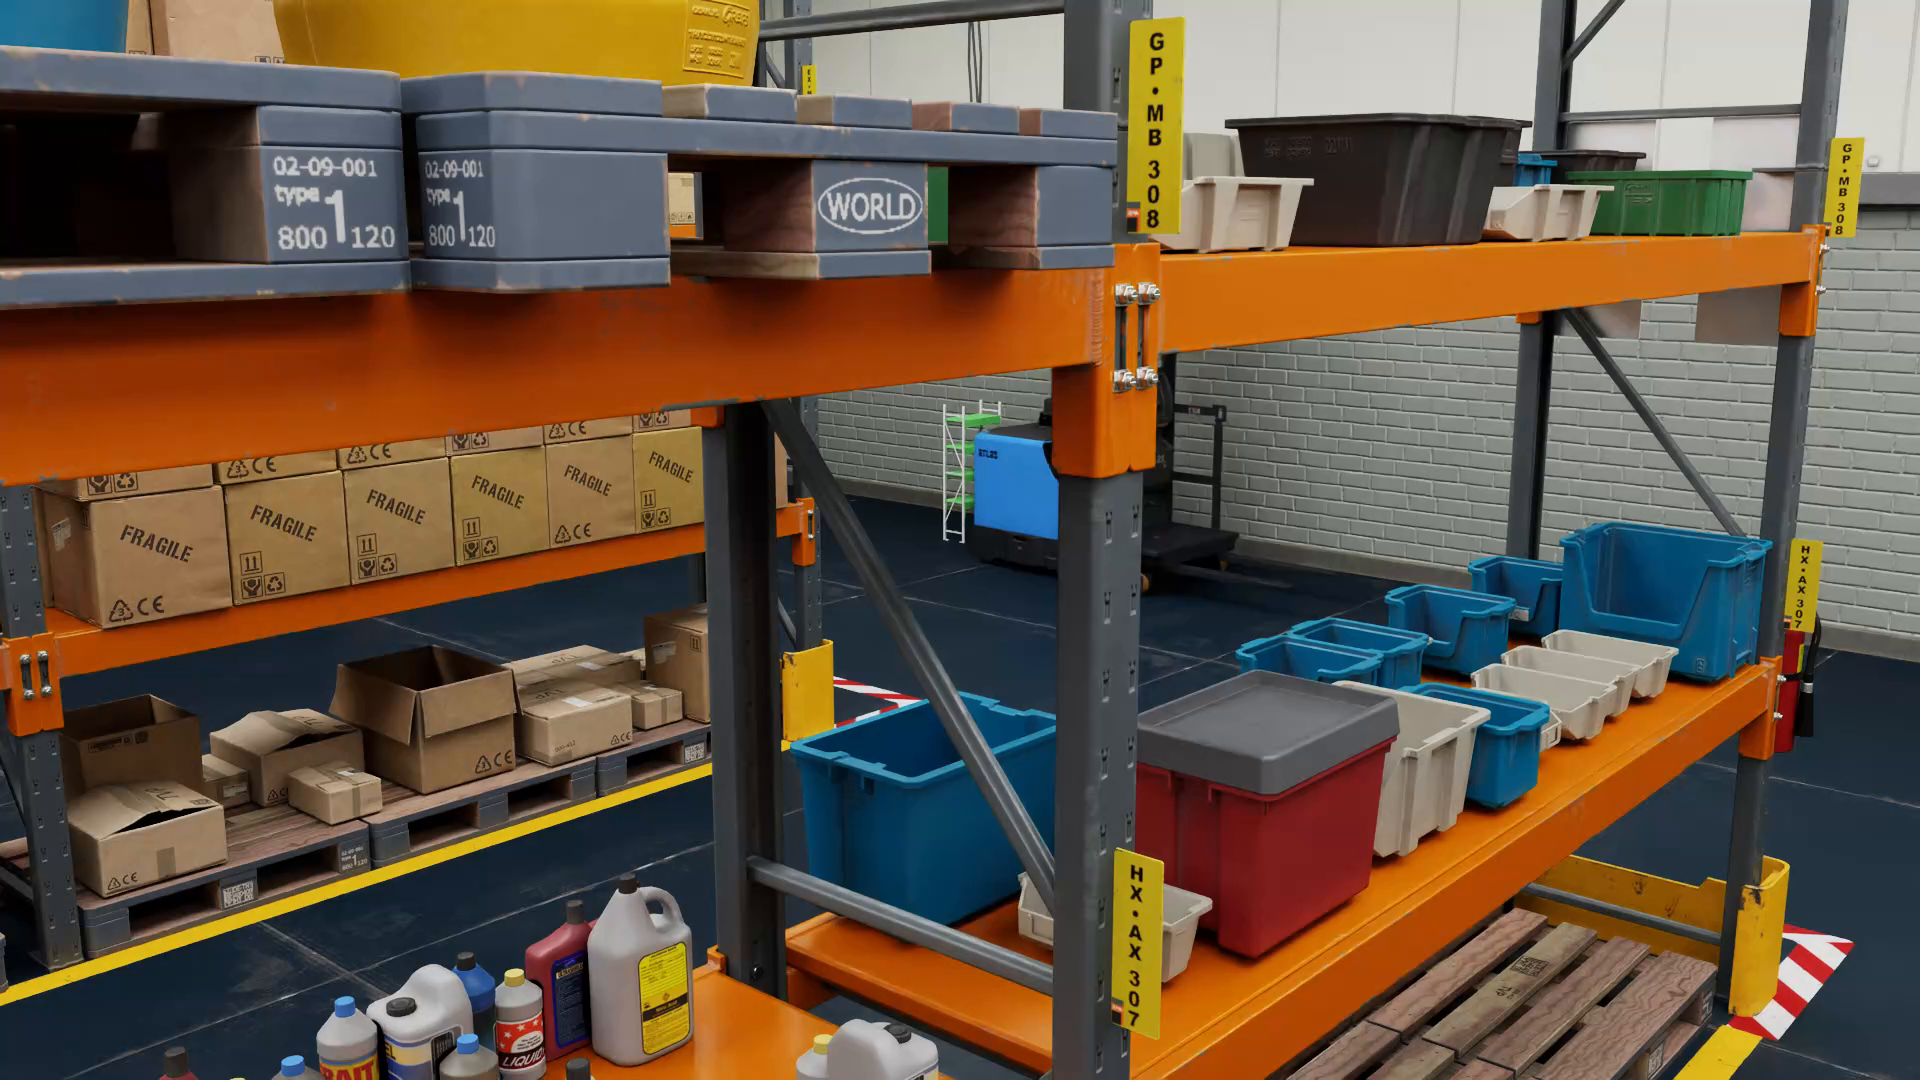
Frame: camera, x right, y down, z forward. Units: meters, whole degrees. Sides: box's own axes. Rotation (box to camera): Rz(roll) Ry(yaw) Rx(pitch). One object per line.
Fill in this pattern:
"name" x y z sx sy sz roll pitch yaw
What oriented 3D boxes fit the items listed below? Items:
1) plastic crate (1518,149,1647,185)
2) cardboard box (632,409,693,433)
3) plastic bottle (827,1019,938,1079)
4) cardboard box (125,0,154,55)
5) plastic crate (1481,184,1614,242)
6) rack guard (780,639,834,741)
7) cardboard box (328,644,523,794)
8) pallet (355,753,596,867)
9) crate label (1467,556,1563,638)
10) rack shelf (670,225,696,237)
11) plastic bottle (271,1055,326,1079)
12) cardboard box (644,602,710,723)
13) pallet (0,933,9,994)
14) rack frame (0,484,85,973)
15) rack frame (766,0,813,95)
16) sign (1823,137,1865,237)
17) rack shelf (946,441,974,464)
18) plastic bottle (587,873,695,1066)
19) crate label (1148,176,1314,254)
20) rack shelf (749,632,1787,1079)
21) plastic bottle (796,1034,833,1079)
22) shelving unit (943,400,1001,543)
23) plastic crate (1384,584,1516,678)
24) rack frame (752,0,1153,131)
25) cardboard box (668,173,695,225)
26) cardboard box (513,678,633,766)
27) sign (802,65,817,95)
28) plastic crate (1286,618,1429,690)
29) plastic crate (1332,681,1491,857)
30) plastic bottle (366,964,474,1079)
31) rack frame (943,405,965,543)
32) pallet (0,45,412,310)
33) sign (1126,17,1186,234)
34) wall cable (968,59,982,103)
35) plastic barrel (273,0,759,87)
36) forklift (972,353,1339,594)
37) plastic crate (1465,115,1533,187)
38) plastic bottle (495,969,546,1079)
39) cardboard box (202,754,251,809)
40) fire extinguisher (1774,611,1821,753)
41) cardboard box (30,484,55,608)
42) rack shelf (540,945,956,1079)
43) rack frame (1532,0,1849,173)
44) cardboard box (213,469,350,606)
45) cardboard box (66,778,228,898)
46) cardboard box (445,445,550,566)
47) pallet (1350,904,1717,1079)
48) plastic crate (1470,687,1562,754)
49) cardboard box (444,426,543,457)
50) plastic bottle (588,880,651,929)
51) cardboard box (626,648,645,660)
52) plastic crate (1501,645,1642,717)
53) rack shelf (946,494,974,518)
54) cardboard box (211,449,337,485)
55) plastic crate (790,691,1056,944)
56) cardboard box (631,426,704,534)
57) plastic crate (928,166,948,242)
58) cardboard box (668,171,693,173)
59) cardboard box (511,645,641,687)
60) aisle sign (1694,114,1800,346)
"plastic crate" 2.070 -1.215 5.810 0.497 0.269 0.590 10 15 40
"cardboard box" -1.605 -0.833 8.417 0.500 0.500 0.500 10 15 42
"plastic bottle" -0.124 0.921 2.761 0.152 0.276 0.135 10 15 40
"cardboard box" -3.533 -1.968 6.439 0.700 0.500 0.500 10 15 40
"plastic crate" 1.356 -0.834 4.244 0.437 0.136 0.530 10 15 40
"rack guard" -1.235 0.767 9.593 1.175 0.500 0.348 10 15 40
"cardboard box" -2.589 0.850 8.046 0.797 0.503 0.637 10 15 40
"pallet" -2.566 1.205 8.138 1.003 0.211 1.213 10 15 40
"crate label" 2.123 0.218 6.236 0.416 0.233 0.303 10 15 40
"rack shelf" -2.505 -1.293 7.707 1.077 0.370 4.000 10 15 40
"plastic bottle" -1.102 0.958 2.764 0.097 0.201 0.097 0 11 0
"cardboard box" -1.359 0.652 9.045 0.500 0.500 0.500 10 15 40
"pallet" -4.334 1.611 6.107 1.003 0.211 1.213 10 15 40
"rack frame" -3.825 0.119 6.457 1.000 3.000 0.127 10 15 40
"rack frame" -1.185 -3.411 8.816 1.000 3.000 0.127 10 15 40
"sign" 2.957 -1.179 5.567 0.100 0.325 0.005 10 15 40
"rack shelf" 0.109 -0.785 14.681 0.258 0.148 0.480 10 15 40
"plastic bottle" -0.610 0.800 3.174 0.144 0.351 0.185 10 15 40
"crate label" 0.433 -0.616 3.153 0.293 0.136 0.466 10 15 40
"rack shelf" 1.213 0.818 4.792 1.077 0.370 4.000 10 15 40
"plastic bottle" -0.230 0.944 2.835 0.097 0.201 0.097 0 11 0
"shelving unit" 0.109 -0.613 14.716 0.258 1.200 0.503 10 15 40
"plastic crate" 1.689 0.315 5.751 0.416 0.233 0.300 10 15 40
"rack frame" -0.107 -2.182 2.660 1.000 3.000 0.127 10 15 40
"cardboard box" -1.664 -1.685 8.214 0.500 0.250 0.500 10 15 40
"cardboard box" -2.008 0.911 8.390 0.500 0.250 0.500 10 15 40
"sign" -0.781 -2.300 8.649 0.100 0.325 0.005 10 15 40
"plastic crate" 1.254 0.412 5.266 0.416 0.233 0.300 10 15 40
"plastic crate" 1.039 0.588 4.259 0.437 0.282 0.530 10 15 40
"plastic bottle" -0.940 0.893 2.896 0.152 0.276 0.135 10 15 40
"rack frame" -0.052 -0.577 14.536 0.240 1.200 0.015 10 15 40
"pallet" -1.298 -0.323 1.495 1.003 0.211 1.213 10 15 40
"sign" 0.305 -0.644 2.596 0.100 0.325 0.005 10 15 40
"wall cable" -0.906 -3.315 16.259 3.097 2.526 0.112 10 15 40
"plastic barrel" -0.557 -0.849 2.091 0.600 0.588 0.600 0 11 0
"forklift" 1.504 -1.133 12.898 3.031 2.935 1.130 11 16 43
"plastic crate" 1.318 -1.080 4.959 0.504 0.338 0.767 10 15 40
"plastic bottle" -0.820 0.895 3.078 0.097 0.201 0.097 0 11 0
"cardboard box" -3.460 1.118 7.612 0.380 0.149 0.250 10 15 40
"fire extinguisher" 2.974 0.429 6.056 0.296 0.674 0.183 10 15 40
"cardboard box" -3.688 -0.037 6.982 0.500 0.500 0.500 10 15 41
"rack shelf" -1.427 1.407 1.845 1.077 0.370 4.000 10 15 40
"rack frame" 2.533 -2.770 5.607 1.000 3.000 0.127 10 15 40
"cardboard box" -2.949 -0.046 7.026 0.500 0.500 0.500 10 15 41
"cardboard box" -3.386 1.188 6.847 0.500 0.311 0.500 10 15 40
"cardboard box" -2.282 -0.194 7.768 0.500 0.500 0.500 9 15 40
"pallet" 1.960 1.655 5.885 1.003 0.211 1.213 10 15 40
"plastic crate" 1.582 0.546 4.841 0.298 0.136 0.250 10 15 40
"cardboard box" -2.283 -0.681 7.654 0.500 0.500 0.500 10 15 42
"plastic bottle" -0.670 0.816 3.266 0.061 0.283 0.133 10 15 40
"cardboard box" -1.720 0.730 9.554 0.380 0.149 0.250 10 15 40
"plastic crate" 1.929 0.455 5.292 0.396 0.136 0.243 10 15 40
"rack shelf" 0.109 -0.315 14.775 0.258 0.148 0.480 10 15 40
"cardboard box" -2.963 -0.529 6.895 0.500 0.500 0.500 9 15 39
"plastic crate" -0.055 0.626 3.808 0.392 0.384 0.575 10 15 40
"cardboard box" -1.616 -0.341 8.503 0.500 0.500 0.500 10 15 41
"plastic crate" -0.054 -0.709 3.483 0.450 0.188 0.662 10 15 40
"cardboard box" -1.662 -1.930 8.164 0.500 0.250 0.500 10 15 40
"cardboard box" -2.087 0.780 9.045 0.500 0.250 0.500 10 15 40
"aisle sign" 2.801 -1.076 5.803 0.394 0.787 0.004 10 15 40
